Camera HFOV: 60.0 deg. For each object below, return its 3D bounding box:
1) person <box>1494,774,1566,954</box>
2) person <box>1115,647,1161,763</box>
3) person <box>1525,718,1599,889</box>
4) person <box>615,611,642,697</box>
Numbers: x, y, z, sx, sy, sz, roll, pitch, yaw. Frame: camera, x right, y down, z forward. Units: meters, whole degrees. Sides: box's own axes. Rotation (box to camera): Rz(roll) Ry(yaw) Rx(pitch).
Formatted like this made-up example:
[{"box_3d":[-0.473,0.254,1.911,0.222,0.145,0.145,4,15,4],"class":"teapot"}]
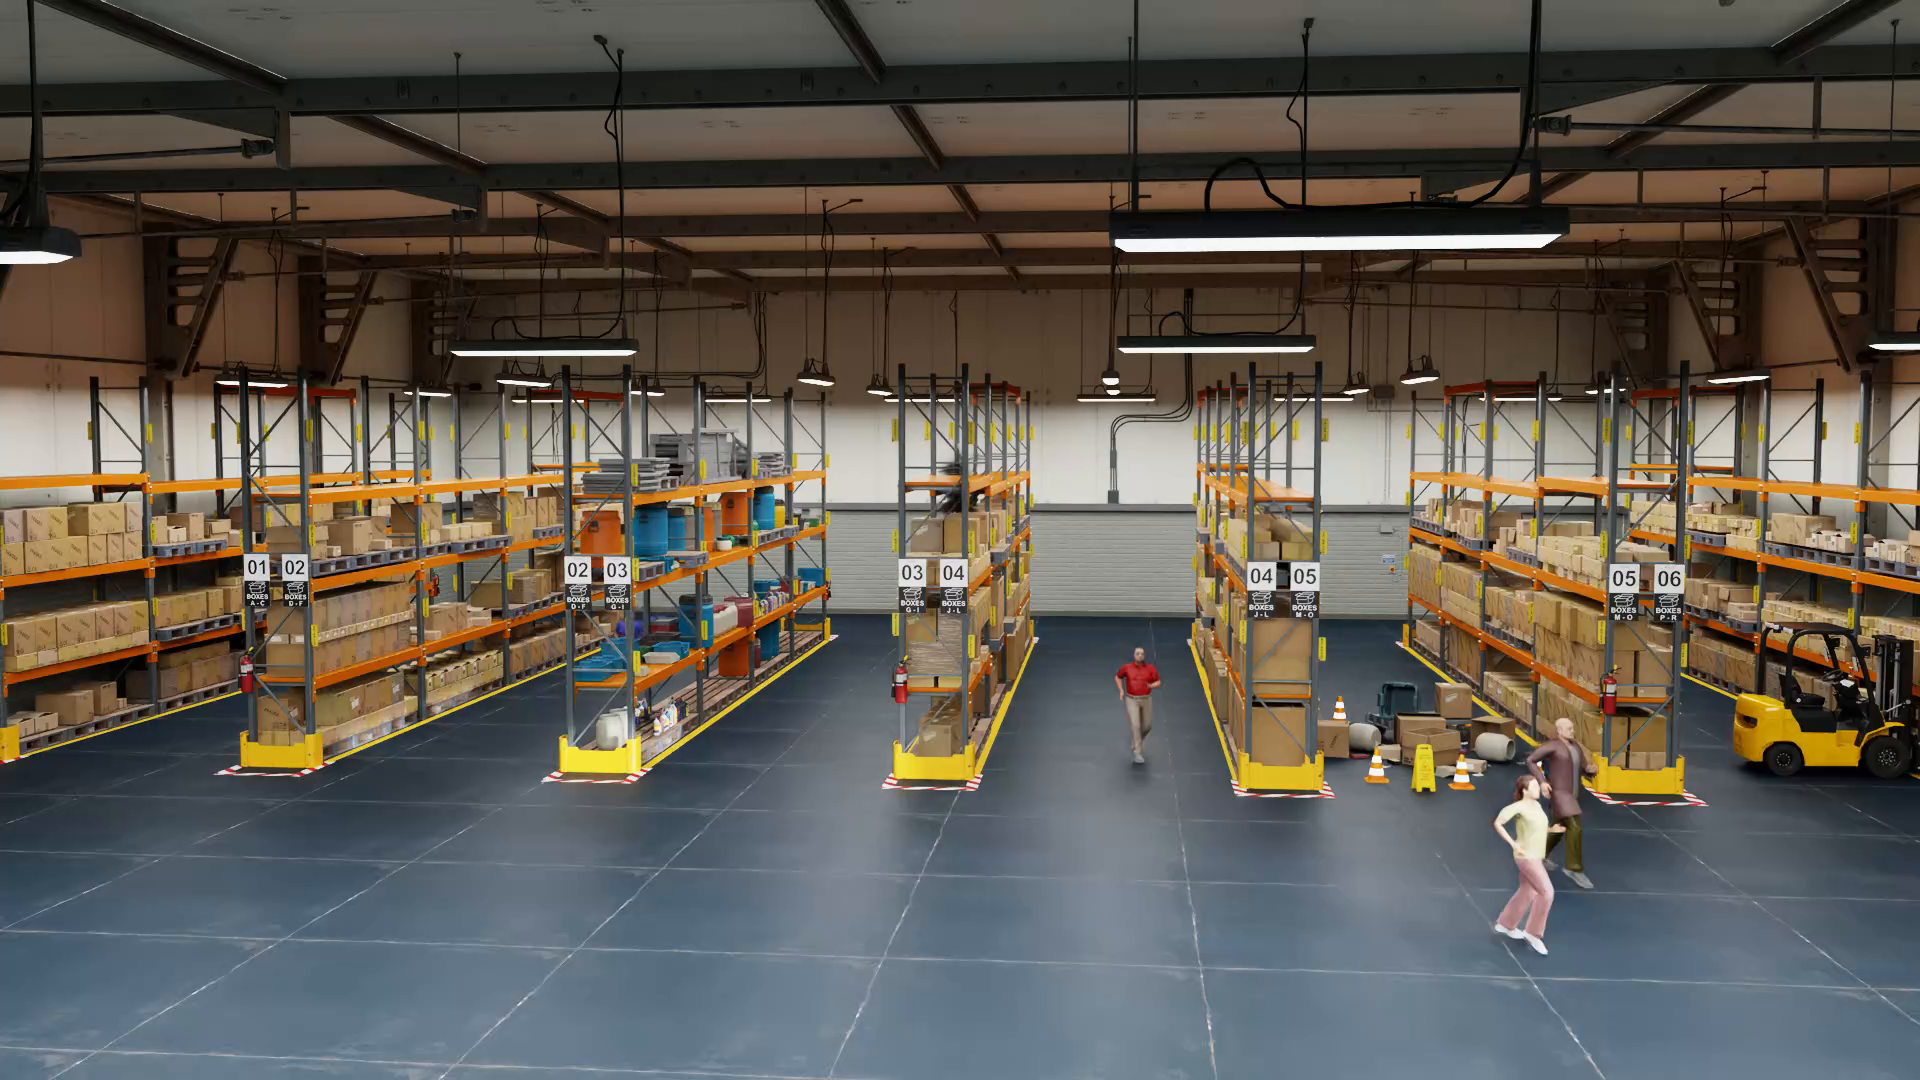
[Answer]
[{"box_3d":[5.532,3.132,16.176,0.670,1.714,0.558,3,5,41],"class":"person"},{"box_3d":[2.740,2.492,25.458,0.668,1.703,0.962,0,4,-5],"class":"person"},{"box_3d":[6.756,2.905,18.642,0.680,1.832,0.894,-3,5,-39],"class":"person"},{"box_3d":[-6.351,2.145,31.775,0.543,1.701,0.709,0,4,-3],"class":"person"}]
